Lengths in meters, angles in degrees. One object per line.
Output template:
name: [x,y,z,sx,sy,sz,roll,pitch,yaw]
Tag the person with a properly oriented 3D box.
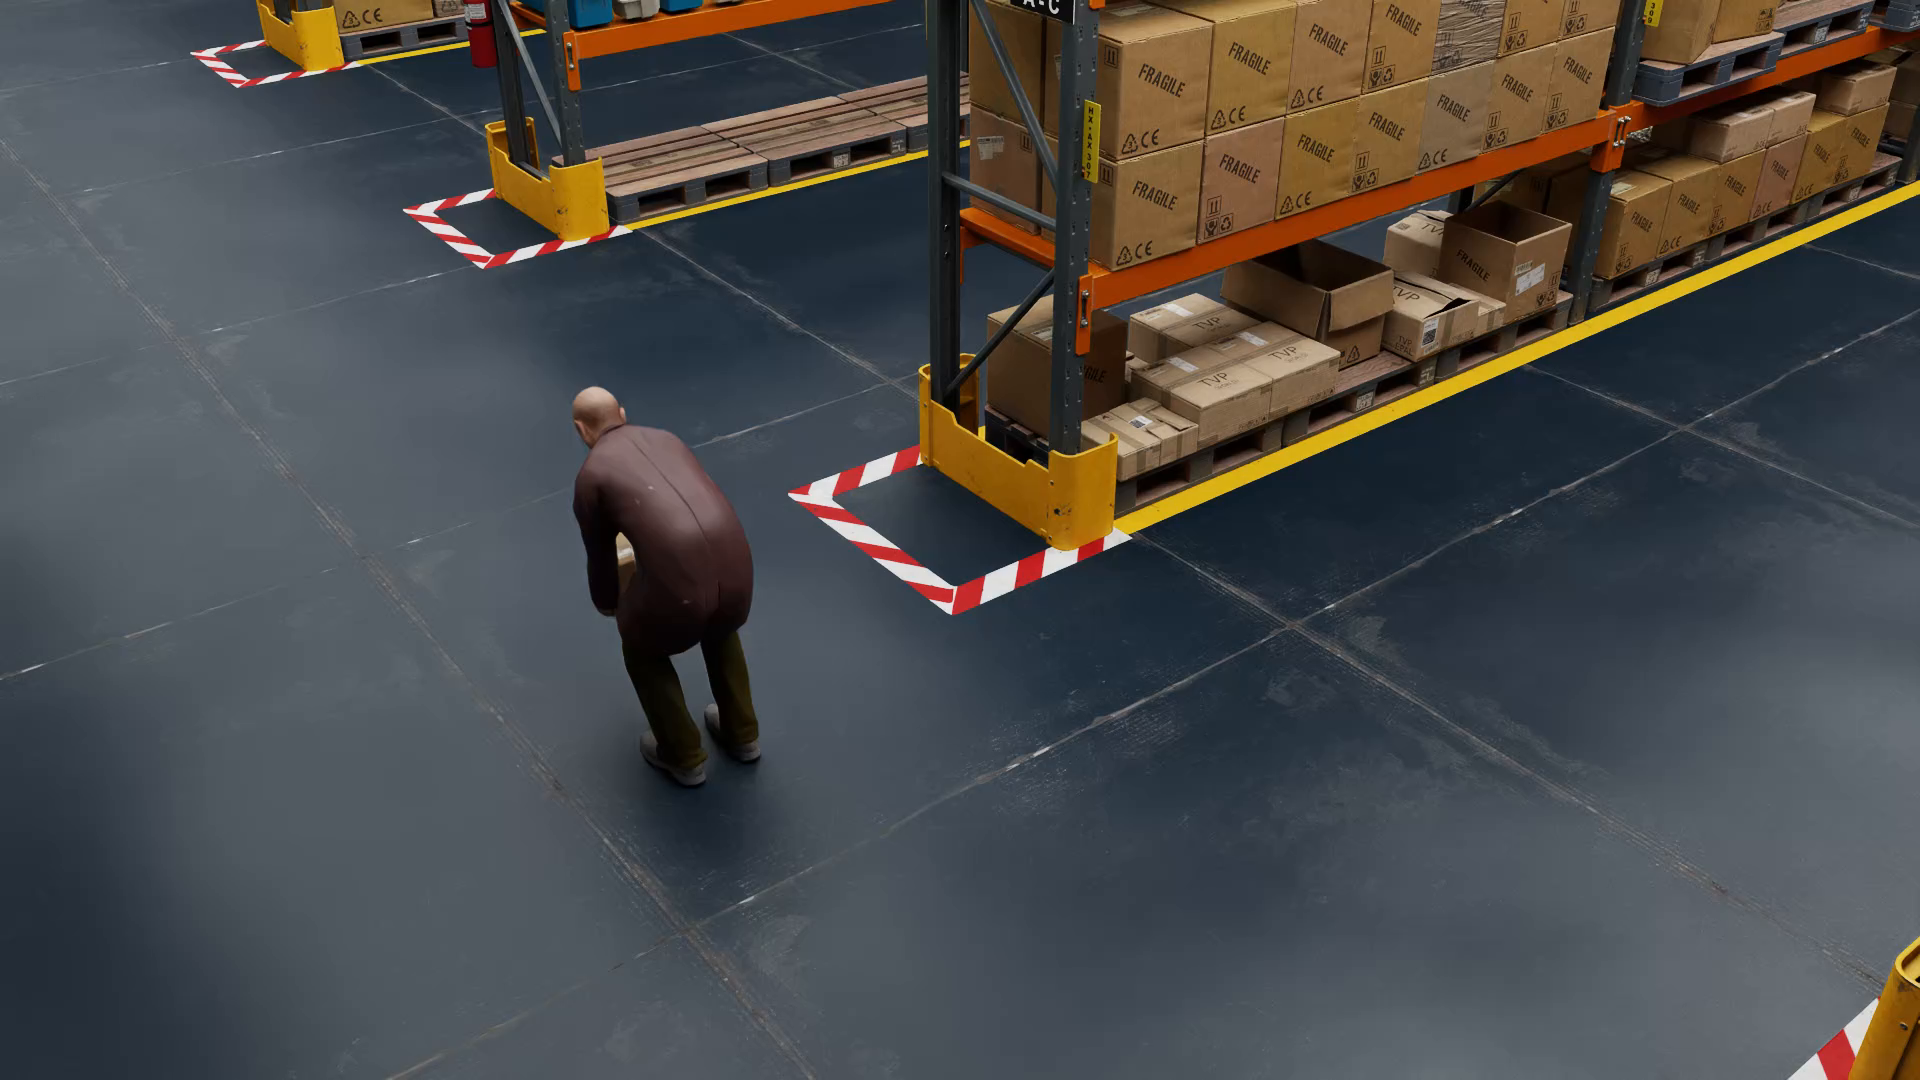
person: [-1.126,0.164,6.266,0.563,1.380,0.877,-24,39,-33]
